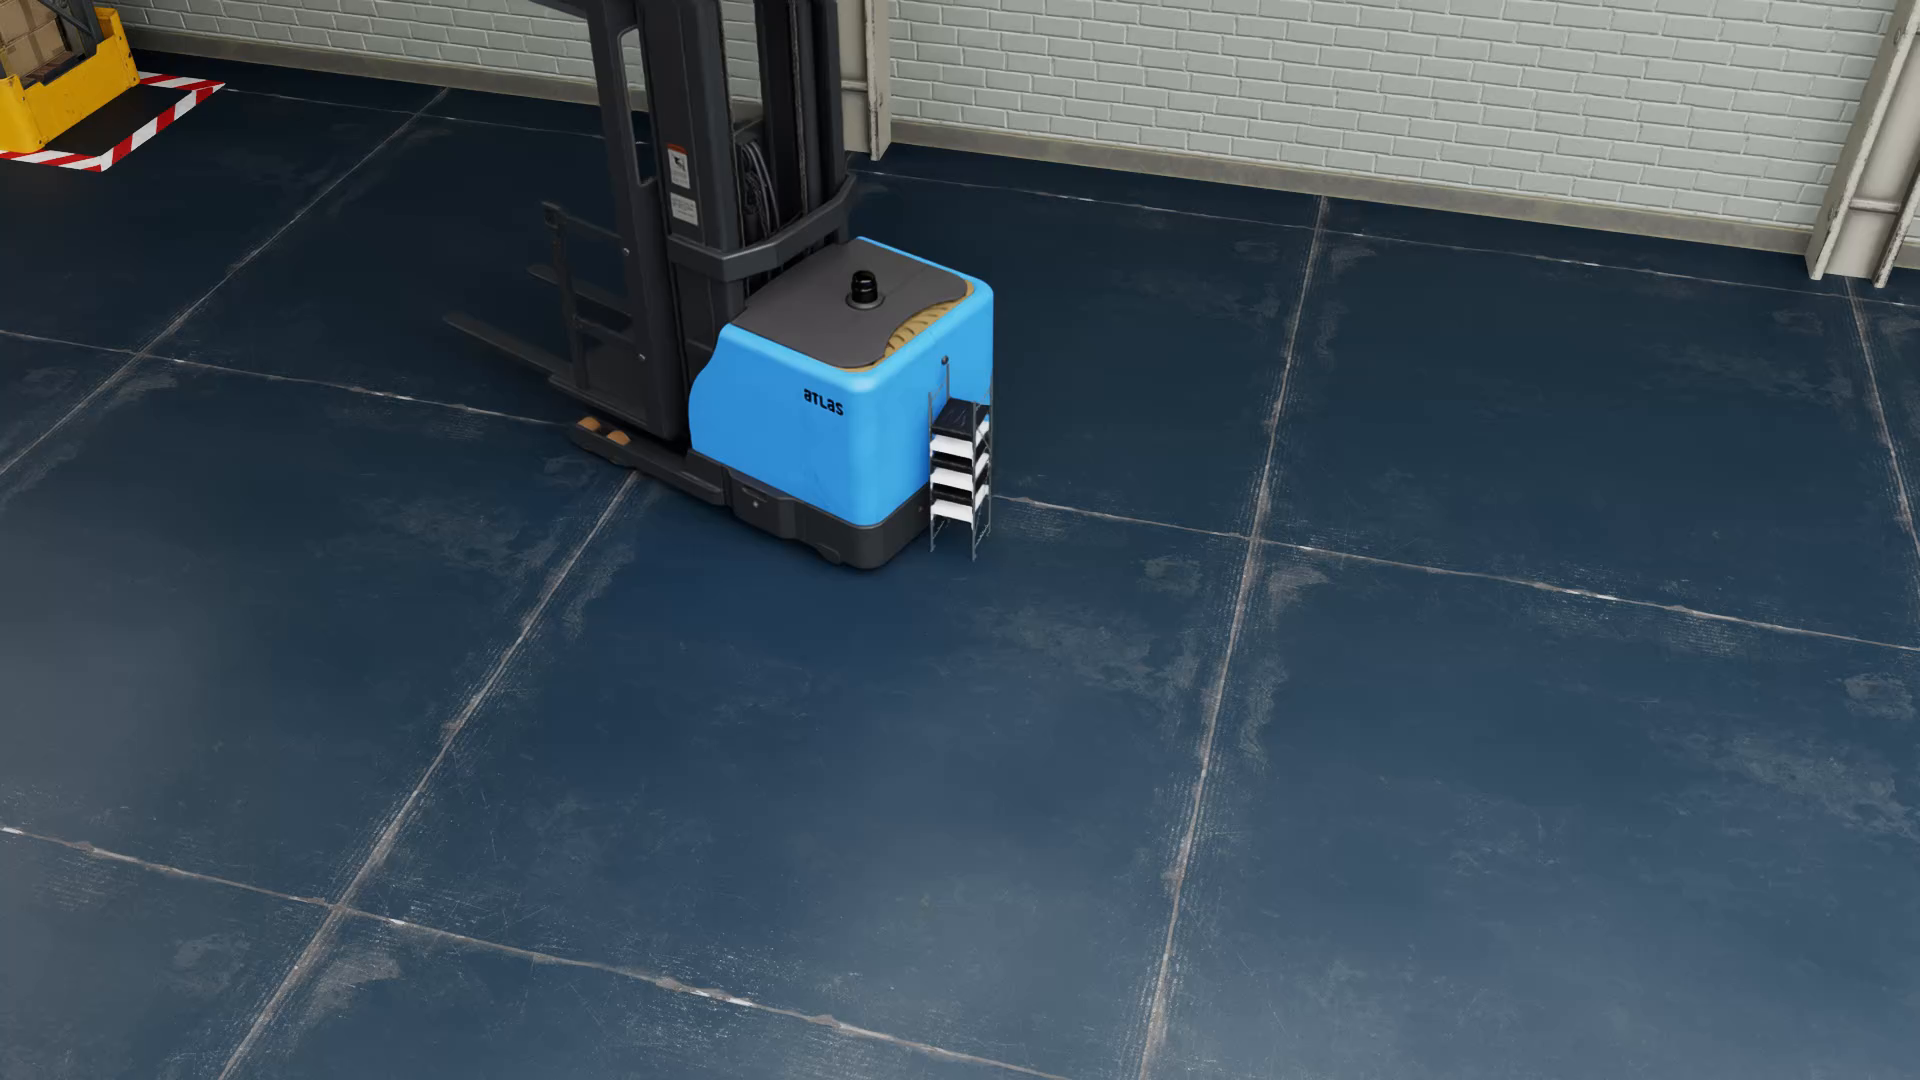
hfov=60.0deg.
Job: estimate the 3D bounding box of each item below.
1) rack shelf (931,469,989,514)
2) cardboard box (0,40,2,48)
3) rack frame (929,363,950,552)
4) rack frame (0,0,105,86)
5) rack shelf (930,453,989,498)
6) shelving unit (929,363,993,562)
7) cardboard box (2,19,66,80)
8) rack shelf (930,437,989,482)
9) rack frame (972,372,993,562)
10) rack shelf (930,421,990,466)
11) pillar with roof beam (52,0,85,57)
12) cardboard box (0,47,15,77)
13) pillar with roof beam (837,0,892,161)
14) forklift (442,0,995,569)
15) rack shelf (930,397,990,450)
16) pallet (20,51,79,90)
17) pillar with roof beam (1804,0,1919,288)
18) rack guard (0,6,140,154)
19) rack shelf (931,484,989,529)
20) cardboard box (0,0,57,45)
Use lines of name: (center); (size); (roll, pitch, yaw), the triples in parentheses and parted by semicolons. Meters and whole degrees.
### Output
rack shelf: (0.005, -0.242, 7.555); (0.200, 0.077, 0.258); (13, 42, 15)
cardboard box: (-6.582, -3.219, 10.698); (0.500, 0.250, 0.500); (9, 41, 11)
rack frame: (-0.090, -0.359, 7.503); (0.006, 0.900, 0.240); (13, 42, 15)
rack frame: (-6.031, -4.033, 10.244); (0.127, 3.000, 1.000); (10, 41, 11)
rack shelf: (0.005, -0.311, 7.497); (0.200, 0.077, 0.258); (13, 42, 15)
shelving unit: (0.005, -0.337, 7.476); (0.210, 0.900, 0.258); (13, 42, 15)
cardboard box: (-6.455, -3.344, 11.235); (0.500, 0.250, 0.500); (10, 41, 12)
rack shelf: (0.005, -0.380, 7.439); (0.200, 0.077, 0.258); (13, 42, 15)
rack frame: (0.100, -0.314, 7.449); (0.006, 0.900, 0.240); (13, 42, 15)
rack shelf: (0.005, -0.449, 7.381); (0.200, 0.077, 0.258); (13, 42, 15)
pillar with roof beam: (-7.583, -4.331, 5.935); (0.400, 9.000, 9.100); (10, 41, 11)
cardboard box: (-6.566, -3.023, 10.853); (0.500, 0.250, 0.500); (10, 41, 12)
pillar with roof beam: (-1.787, -3.334, 4.747); (0.400, 9.000, 9.100); (10, 41, 11)
forklift: (-1.330, -1.748, 7.576); (3.031, 2.935, 1.130); (24, 46, 26)
rack shelf: (0.005, -0.518, 7.324); (0.200, 0.077, 0.258); (13, 42, 15)
pallet: (-6.780, -3.066, 11.261); (1.213, 0.211, 1.003); (10, 41, 11)
pillar with roof beam: (4.009, -2.337, 3.560); (0.400, 9.000, 9.100); (10, 41, 11)
rack guard: (-6.008, -3.072, 11.043); (0.348, 0.500, 1.175); (10, 41, 11)
rack shelf: (0.005, -0.173, 7.613); (0.200, 0.077, 0.258); (13, 42, 15)
cardboard box: (-6.431, -3.540, 11.079); (0.500, 0.250, 0.500); (10, 41, 12)
